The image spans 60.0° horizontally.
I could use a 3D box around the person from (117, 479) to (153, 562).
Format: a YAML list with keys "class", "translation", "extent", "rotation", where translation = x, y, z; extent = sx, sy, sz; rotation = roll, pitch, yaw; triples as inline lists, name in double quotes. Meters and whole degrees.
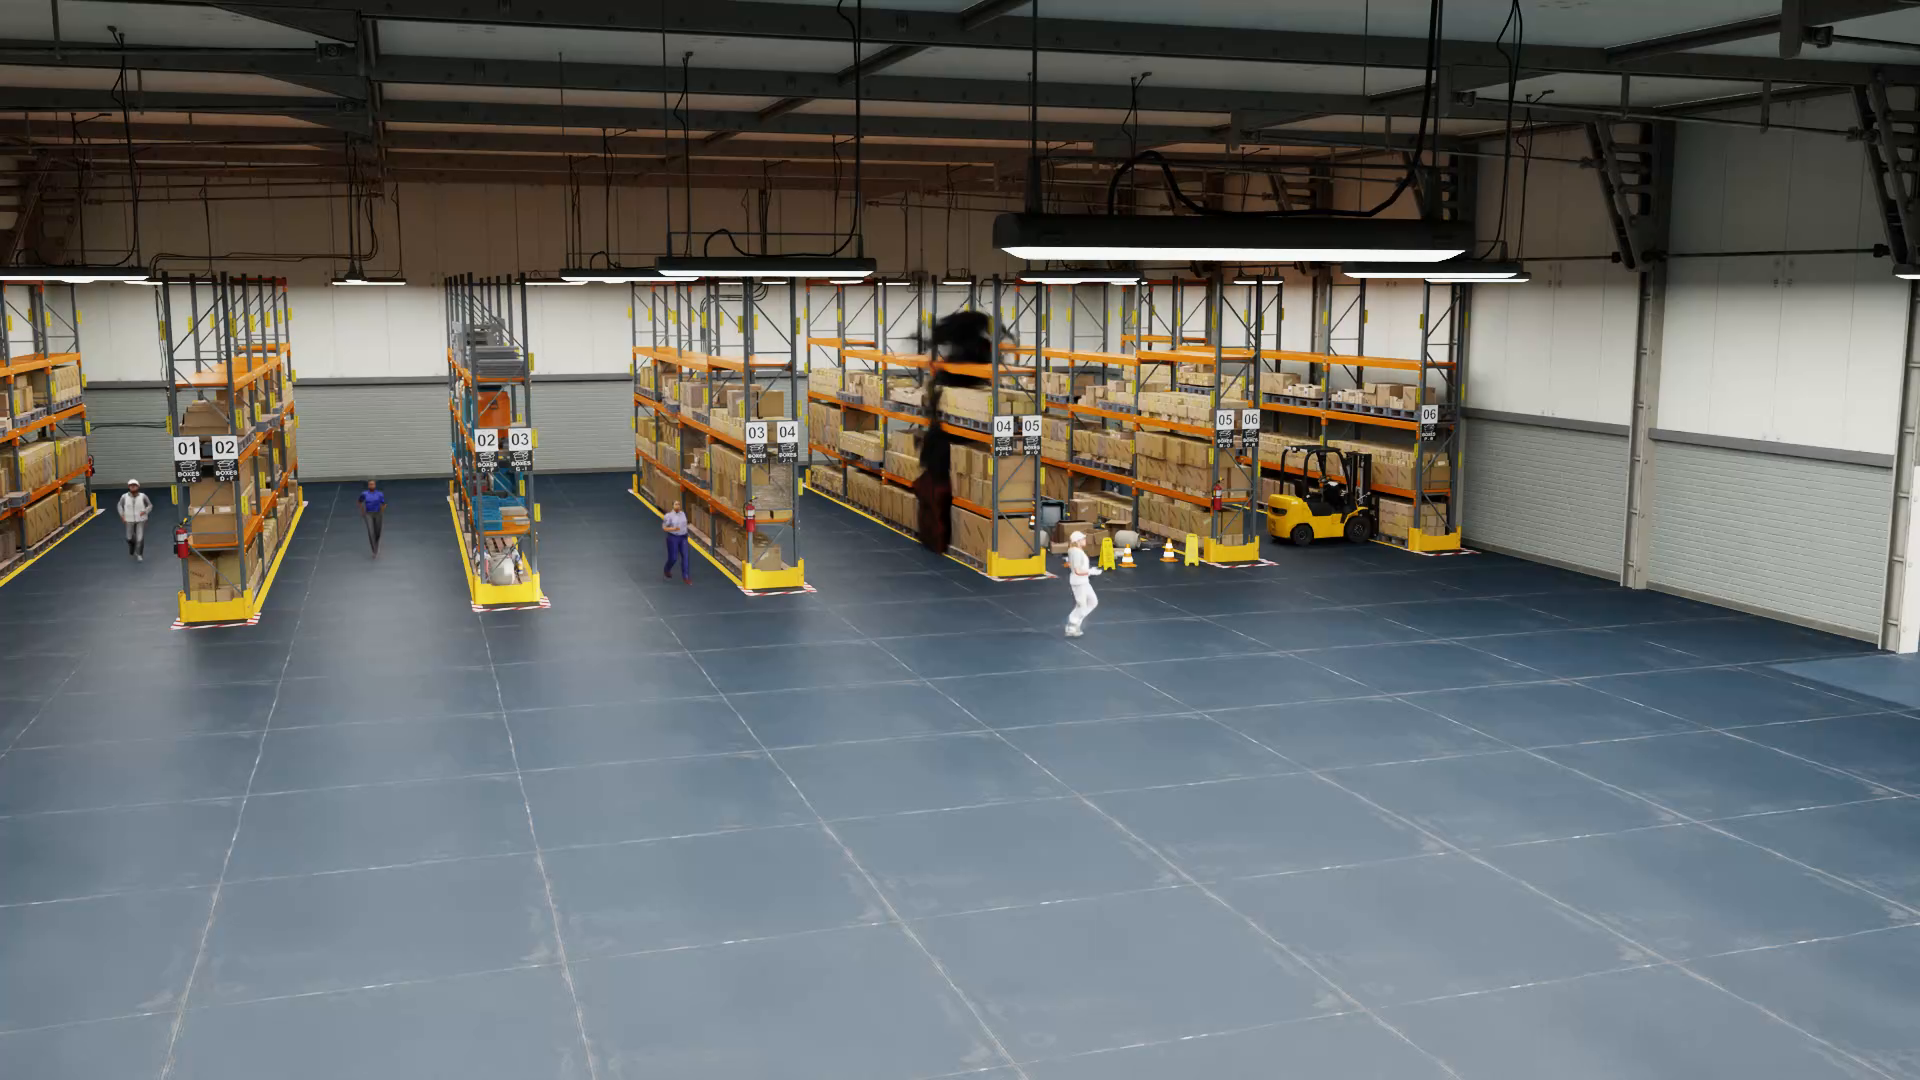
- class: "person"
  translation: [-17.398, -0.410, 35.092]
  extent: [0.688, 1.739, 0.593]
  rotation: [-3, 9, -20]

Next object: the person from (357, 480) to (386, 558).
- class: "person"
  translation: [-12.687, -0.483, 35.938]
  extent: [0.579, 1.657, 0.842]
  rotation: [-4, 9, -25]

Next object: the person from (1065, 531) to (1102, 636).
- class: "person"
  translation: [2.037, 0.727, 27.392]
  extent: [0.612, 1.759, 0.639]
  rotation: [1, 9, 8]

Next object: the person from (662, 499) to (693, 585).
- class: "person"
  translation: [-5.500, 0.019, 32.368]
  extent: [0.609, 1.628, 0.919]
  rotation: [-6, 10, -33]

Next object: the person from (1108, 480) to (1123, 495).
- class: "person"
  translation: [4.241, -1.906, 45.437]
  extent: [0.560, 1.555, 0.745]
  rotation: [-2, 9, -12]
